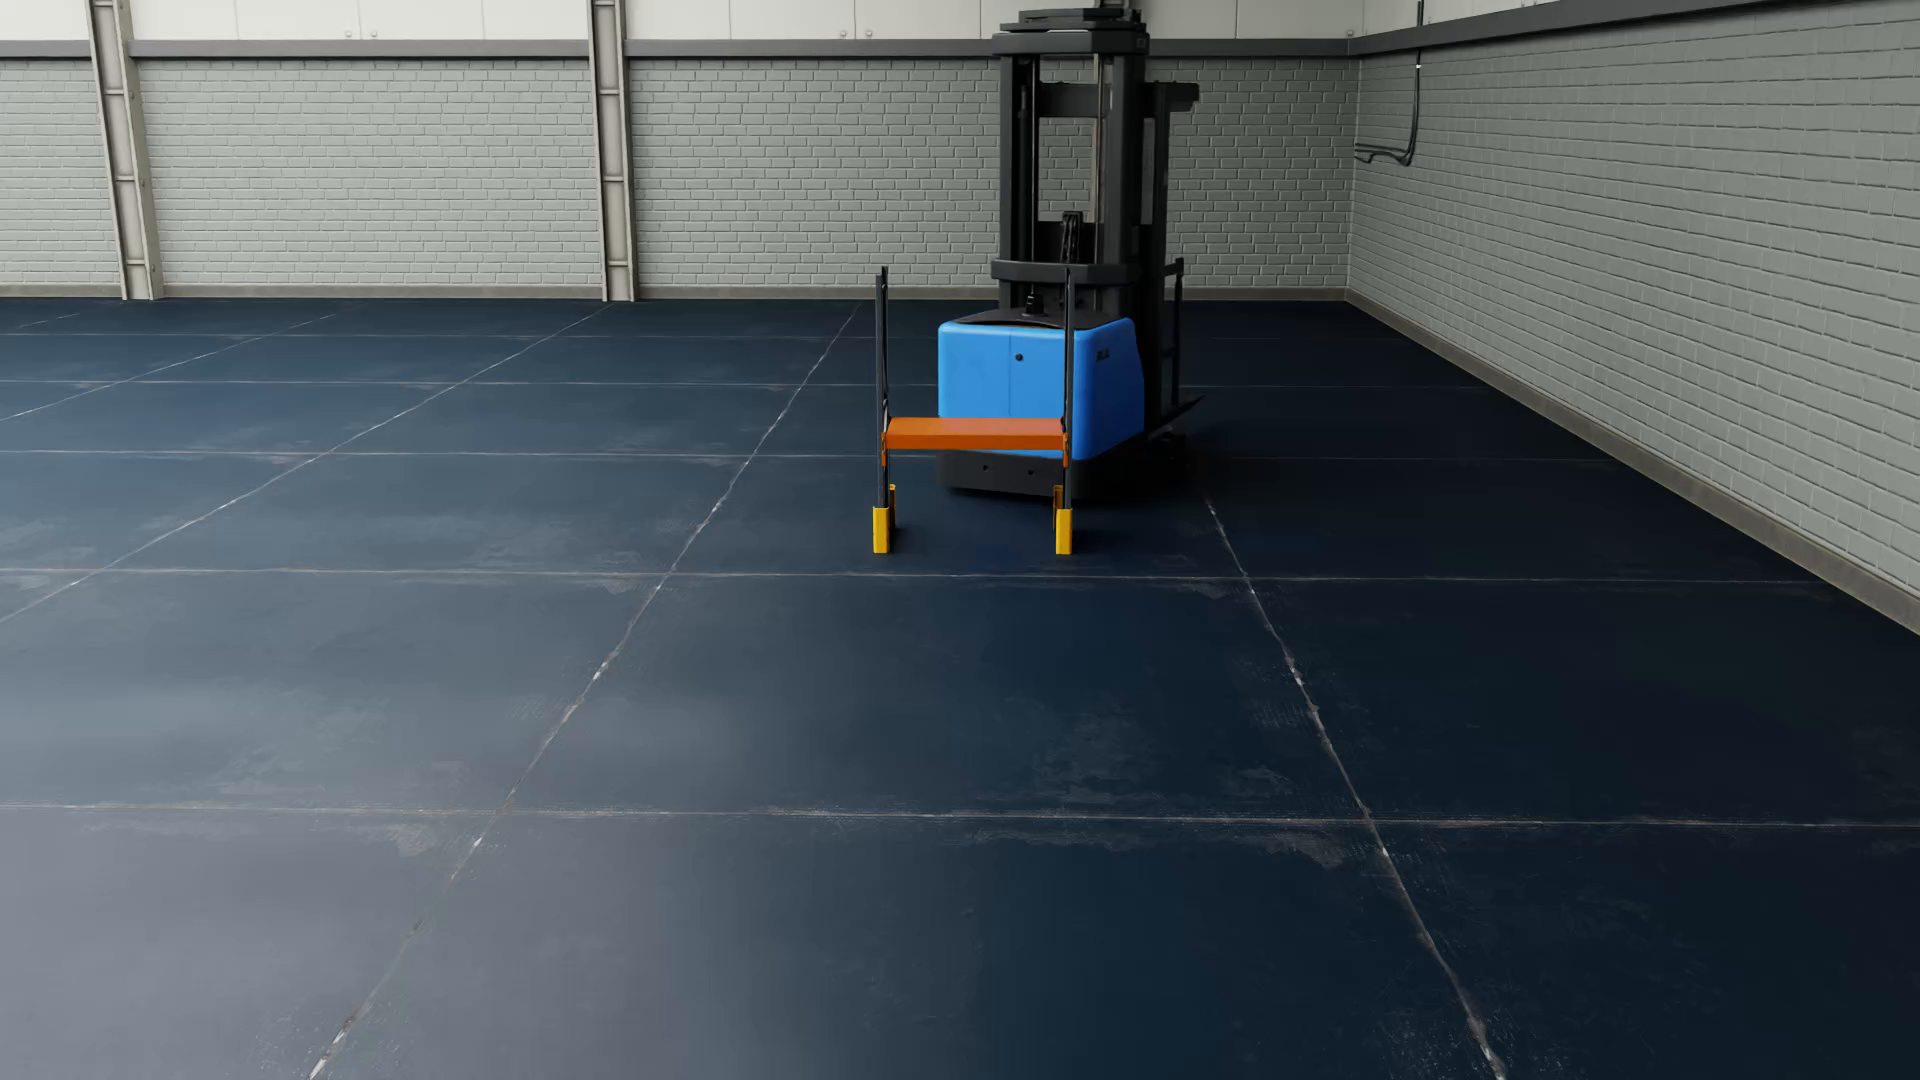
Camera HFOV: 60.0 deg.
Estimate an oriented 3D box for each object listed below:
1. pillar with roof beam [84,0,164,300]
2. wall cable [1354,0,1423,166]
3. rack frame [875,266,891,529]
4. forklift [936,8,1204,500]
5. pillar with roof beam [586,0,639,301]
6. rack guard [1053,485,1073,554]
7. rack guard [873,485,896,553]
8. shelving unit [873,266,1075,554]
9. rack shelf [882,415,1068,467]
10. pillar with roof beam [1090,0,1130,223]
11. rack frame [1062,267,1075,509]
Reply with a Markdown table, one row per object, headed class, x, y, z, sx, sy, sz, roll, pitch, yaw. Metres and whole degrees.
| class | x | y | z | sx | sy | sz | roll | pitch | yaw |
| --- | --- | --- | --- | --- | --- | --- | --- | --- | --- |
| pillar with roof beam | -10.315 | -6.276 | 15.490 | 0.400 | 9.000 | 9.100 | 0 | 15 | 1 |
| wall cable | 4.702 | -5.438 | 18.400 | 0.112 | 2.526 | 3.097 | 0 | 15 | 1 |
| rack frame | -0.423 | -0.728 | 9.159 | 0.032 | 1.500 | 0.500 | 0 | 15 | 1 |
| forklift | 0.920 | -1.989 | 11.133 | 1.130 | 2.935 | 3.031 | 7 | 16 | 24 |
| pillar with roof beam | -4.317 | -6.237 | 15.341 | 0.400 | 9.000 | 9.100 | 0 | 15 | 1 |
| rack guard | 0.574 | -0.117 | 9.294 | 0.087 | 0.250 | 0.587 | 0 | 15 | 1 |
| rack guard | -0.422 | -0.124 | 9.319 | 0.087 | 0.250 | 0.587 | 0 | 15 | 1 |
| shelving unit | 0.076 | -0.725 | 9.147 | 1.083 | 1.500 | 0.587 | 0 | 15 | 1 |
| rack shelf | 0.085 | -0.551 | 9.192 | 1.000 | 0.185 | 0.538 | 0 | 15 | 1 |
| pillar with roof beam | 1.681 | -6.198 | 15.193 | 0.400 | 9.000 | 9.100 | 0 | 15 | 1 |
| rack frame | 0.593 | -0.721 | 9.134 | 0.032 | 1.500 | 0.500 | 0 | 15 | 1 |
